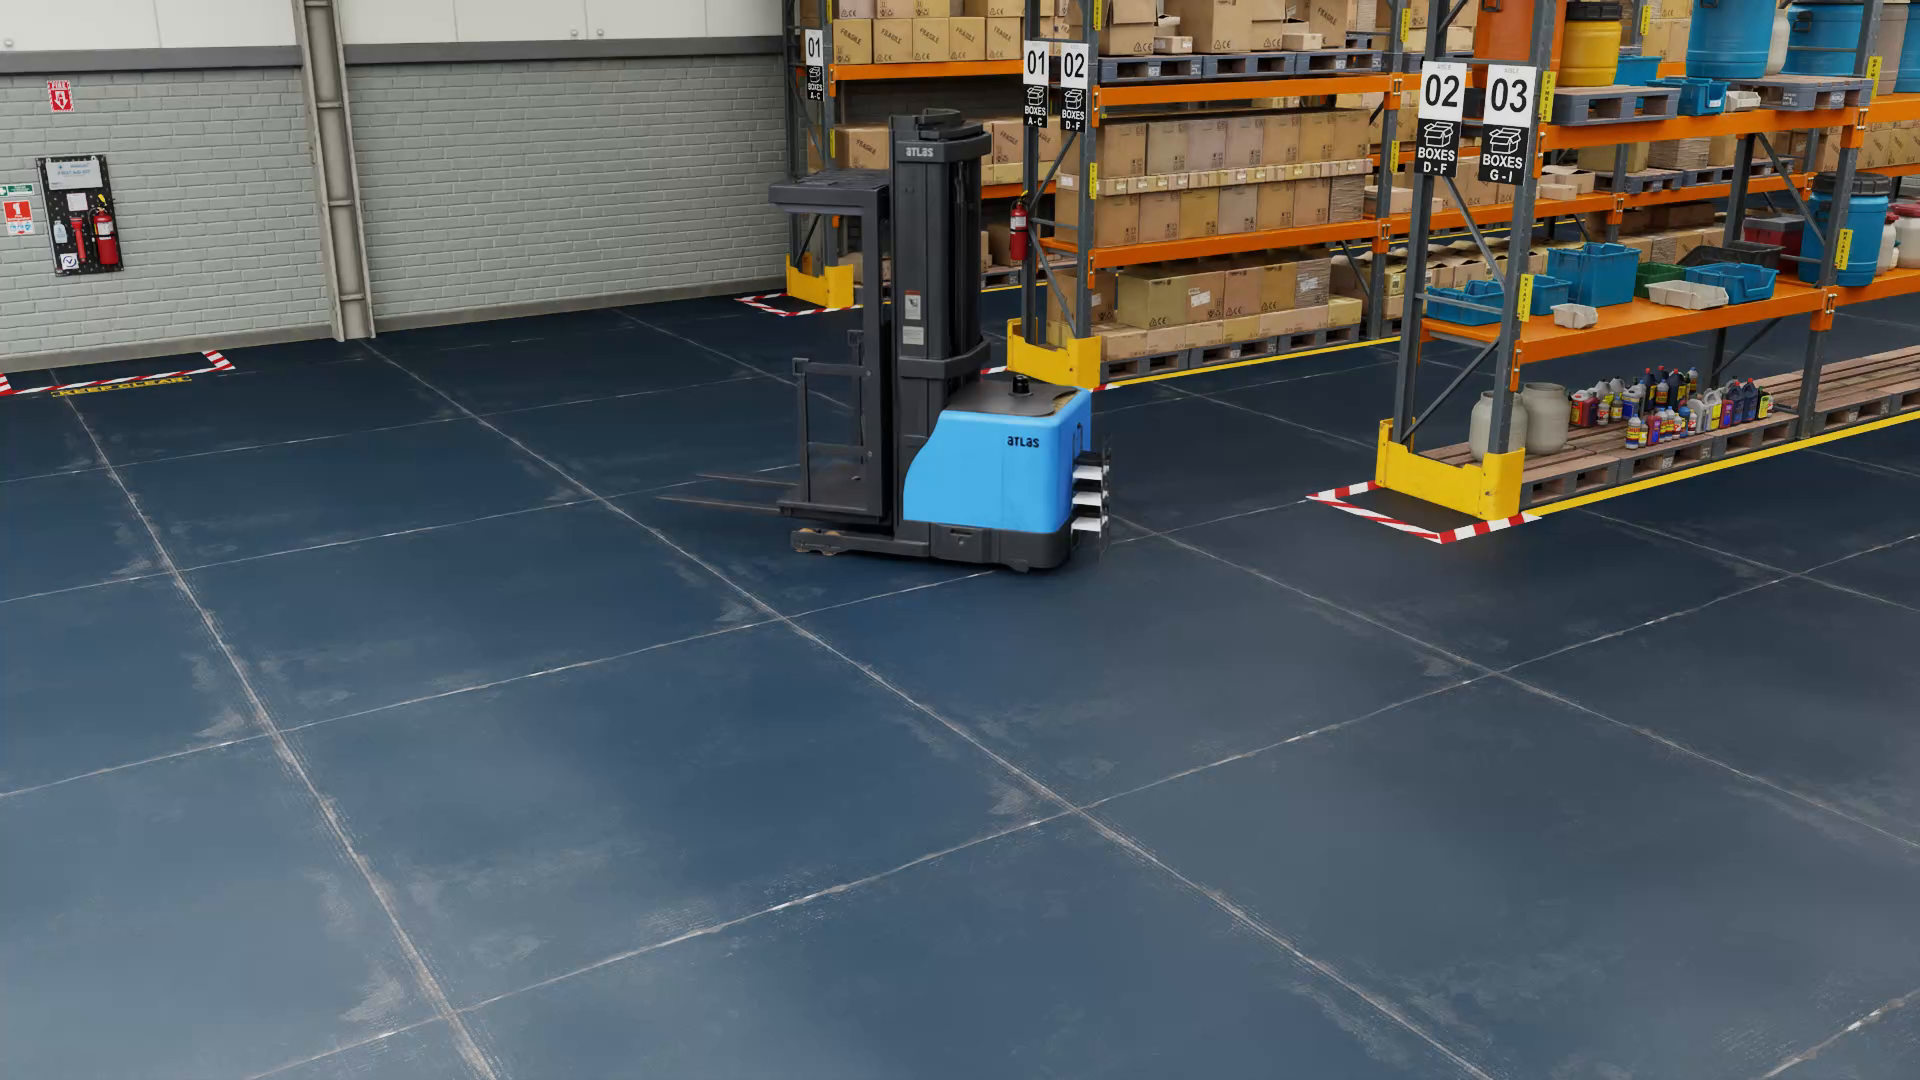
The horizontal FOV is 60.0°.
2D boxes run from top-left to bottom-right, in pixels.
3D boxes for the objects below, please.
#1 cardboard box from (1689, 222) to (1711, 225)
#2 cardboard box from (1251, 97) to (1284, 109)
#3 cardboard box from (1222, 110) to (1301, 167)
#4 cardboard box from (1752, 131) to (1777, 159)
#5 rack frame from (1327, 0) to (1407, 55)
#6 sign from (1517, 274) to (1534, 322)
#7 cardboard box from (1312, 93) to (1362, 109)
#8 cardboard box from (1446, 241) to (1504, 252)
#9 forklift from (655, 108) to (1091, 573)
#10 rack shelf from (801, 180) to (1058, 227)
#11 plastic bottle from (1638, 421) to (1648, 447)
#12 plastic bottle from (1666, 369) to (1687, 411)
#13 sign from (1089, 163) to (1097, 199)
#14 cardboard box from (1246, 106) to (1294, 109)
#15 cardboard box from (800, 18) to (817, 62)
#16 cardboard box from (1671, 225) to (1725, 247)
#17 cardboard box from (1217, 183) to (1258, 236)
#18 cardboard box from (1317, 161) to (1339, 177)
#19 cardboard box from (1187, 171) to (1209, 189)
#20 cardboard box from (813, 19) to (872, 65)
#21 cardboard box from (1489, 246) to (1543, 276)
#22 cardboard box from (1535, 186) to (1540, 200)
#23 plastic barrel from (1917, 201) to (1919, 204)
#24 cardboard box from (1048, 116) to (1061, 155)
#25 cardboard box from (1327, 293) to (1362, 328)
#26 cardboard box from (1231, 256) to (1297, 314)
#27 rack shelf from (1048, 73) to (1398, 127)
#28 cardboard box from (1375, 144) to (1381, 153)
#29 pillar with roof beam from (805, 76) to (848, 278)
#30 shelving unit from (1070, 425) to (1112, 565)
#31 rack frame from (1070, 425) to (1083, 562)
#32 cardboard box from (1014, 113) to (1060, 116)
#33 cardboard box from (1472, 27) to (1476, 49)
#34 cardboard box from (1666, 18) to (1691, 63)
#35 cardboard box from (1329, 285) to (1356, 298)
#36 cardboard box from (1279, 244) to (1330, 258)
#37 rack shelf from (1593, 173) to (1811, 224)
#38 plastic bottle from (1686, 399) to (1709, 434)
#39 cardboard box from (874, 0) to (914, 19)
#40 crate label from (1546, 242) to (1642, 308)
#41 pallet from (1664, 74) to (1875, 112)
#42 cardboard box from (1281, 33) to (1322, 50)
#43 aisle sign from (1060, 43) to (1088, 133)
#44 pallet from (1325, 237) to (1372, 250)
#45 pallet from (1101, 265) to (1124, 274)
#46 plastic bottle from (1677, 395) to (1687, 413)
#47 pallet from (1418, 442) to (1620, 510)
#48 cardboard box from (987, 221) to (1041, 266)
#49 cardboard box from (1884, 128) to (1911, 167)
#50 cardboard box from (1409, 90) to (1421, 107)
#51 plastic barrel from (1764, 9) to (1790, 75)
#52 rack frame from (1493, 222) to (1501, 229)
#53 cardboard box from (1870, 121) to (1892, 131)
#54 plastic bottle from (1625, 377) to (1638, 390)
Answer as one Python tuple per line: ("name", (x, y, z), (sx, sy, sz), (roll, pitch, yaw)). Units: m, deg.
("cardboard box", (9.561, -3.974, 22.033), (0.500, 0.500, 0.500), (-12, 22, -31))
("cardboard box", (4.359, -6.206, 23.563), (0.250, 0.149, 0.380), (-17, 25, -40))
("cardboard box", (3.071, -4.149, 17.151), (0.500, 0.500, 0.700), (-12, 22, -31))
("cardboard box", (10.441, -5.376, 22.150), (0.700, 0.500, 0.500), (14, 23, 35))
("rack frame", (4.279, -6.586, 17.174), (0.127, 3.000, 1.000), (-12, 22, -31))
("sign", (3.958, -1.697, 11.648), (0.005, 0.325, 0.100), (-12, 22, -31))
("cardboard box", (5.437, -6.342, 23.997), (0.500, 0.250, 0.500), (-11, 22, -30))
("cardboard box", (6.159, -3.413, 19.918), (0.500, 0.311, 0.500), (-13, 22, -33))
("forklift", (-0.651, -1.434, 11.411), (3.031, 2.935, 1.130), (6, 20, 17))
("rack shelf", (-0.119, -4.375, 21.126), (4.000, 0.370, 1.077), (-12, 22, -31))
("plastic bottle", (5.431, -0.851, 13.260), (0.097, 0.201, 0.097), (0, 19, 0))
("plastic bottle", (6.177, -1.302, 14.362), (0.185, 0.351, 0.144), (-12, 22, -31))
("sign", (1.238, -3.337, 15.458), (0.005, 0.325, 0.100), (-12, 22, -31))
("cardboard box", (4.505, -5.943, 23.797), (0.500, 0.500, 0.700), (-15, 24, -38))
("cardboard box", (-1.581, -5.983, 19.887), (0.500, 0.500, 0.500), (-10, 21, -28))
("cardboard box", (9.445, -3.750, 21.371), (0.500, 0.500, 0.500), (-13, 23, -33))
("cardboard box", (2.626, -3.439, 17.077), (0.500, 0.500, 0.700), (-11, 22, -30))
("cardboard box", (3.744, -3.903, 17.438), (0.250, 0.149, 0.380), (-13, 22, -33))
("cardboard box", (2.245, -3.588, 16.504), (0.250, 0.149, 0.380), (-13, 23, -33))
("cardboard box", (-1.373, -5.833, 19.445), (0.500, 0.500, 0.500), (-11, 22, -30))
("cardboard box", (6.464, -3.271, 19.498), (0.500, 0.311, 0.500), (-12, 22, -32))
("cardboard box", (6.585, -4.090, 19.550), (0.250, 0.149, 0.380), (-10, 21, -27))
("plastic barrel", (8.893, -2.798, 15.125), (0.433, 0.535, 0.433), (0, 19, 0))
("cardboard box", (1.326, -5.196, 21.462), (0.500, 0.500, 0.500), (-12, 22, -32))
("cardboard box", (4.011, -2.500, 18.094), (0.500, 0.250, 0.500), (-12, 22, -31))
("cardboard box", (3.172, -2.681, 17.459), (0.500, 0.500, 0.500), (-12, 22, -31))
("rack shelf", (2.608, -4.472, 16.728), (4.000, 0.370, 1.077), (-12, 22, -31))
("cardboard box", (6.132, -5.851, 24.728), (0.250, 0.149, 0.380), (-11, 22, -30))
("pillar with roof beam", (0.687, -6.409, 16.651), (0.400, 9.000, 9.100), (-12, 22, -31))
("shelving unit", (0.887, -0.305, 11.243), (0.210, 0.900, 0.258), (6, 20, 17))
("rack frame", (0.790, -0.315, 11.273), (0.006, 0.900, 0.240), (6, 20, 17))
("cardboard box", (1.044, -5.335, 21.874), (0.500, 0.500, 0.500), (-13, 22, -33))
("cardboard box", (5.909, -5.613, 18.559), (0.500, 0.250, 0.500), (-14, 23, -36))
("cardboard box", (8.391, -6.092, 20.242), (0.500, 0.500, 0.910), (-12, 22, -31))
("cardboard box", (4.465, -2.791, 18.954), (0.500, 0.250, 0.500), (-12, 22, -32))
("cardboard box", (3.719, -2.997, 18.394), (0.500, 0.500, 0.500), (-12, 22, -31))
("rack shelf", (9.290, -4.460, 21.376), (4.000, 0.370, 1.077), (-12, 22, -31))
("plastic bottle", (6.052, -1.028, 13.667), (0.135, 0.276, 0.152), (-11, 22, -30))
("cardboard box", (-0.888, -6.393, 19.539), (0.500, 0.500, 0.500), (-12, 22, -32))
("crate label", (5.047, -2.127, 13.297), (0.616, 0.435, 0.502), (-12, 22, -31))
("pallet", (6.451, -3.597, 13.311), (1.003, 0.211, 1.213), (-12, 22, -31))
("cardboard box", (3.421, -5.025, 16.761), (0.250, 0.149, 0.380), (-12, 22, -31))
("aisle sign", (1.051, -4.177, 15.358), (0.004, 0.787, 0.394), (-12, 22, -31))
("pallet", (5.592, -4.570, 24.934), (1.213, 0.211, 1.003), (-12, 22, -31))
("pallet", (2.200, -3.885, 22.906), (1.213, 0.211, 1.003), (-12, 22, -31))
("plastic bottle", (5.993, -1.059, 13.749), (0.133, 0.283, 0.061), (-12, 22, -31))
("pallet", (4.378, -0.560, 13.073), (1.213, 0.211, 1.003), (-12, 22, -31))
("cardboard box", (0.706, -3.899, 21.810), (0.500, 0.500, 0.500), (-14, 23, -35))
("cardboard box", (12.804, -5.486, 23.132), (0.500, 0.500, 0.500), (-12, 22, -32))
("cardboard box", (6.699, -6.612, 24.797), (0.500, 0.250, 0.500), (-12, 22, -33))
("plastic barrel", (6.532, -4.068, 13.580), (0.421, 0.512, 0.421), (0, 19, 0))
("rack frame", (8.232, -6.477, 26.221), (0.127, 3.000, 1.000), (-12, 22, -31))
("cardboard box", (12.368, -5.863, 22.687), (0.500, 0.500, 0.500), (-13, 22, -33))
("plastic bottle", (5.779, -1.257, 14.335), (0.133, 0.283, 0.061), (-11, 21, -29))
